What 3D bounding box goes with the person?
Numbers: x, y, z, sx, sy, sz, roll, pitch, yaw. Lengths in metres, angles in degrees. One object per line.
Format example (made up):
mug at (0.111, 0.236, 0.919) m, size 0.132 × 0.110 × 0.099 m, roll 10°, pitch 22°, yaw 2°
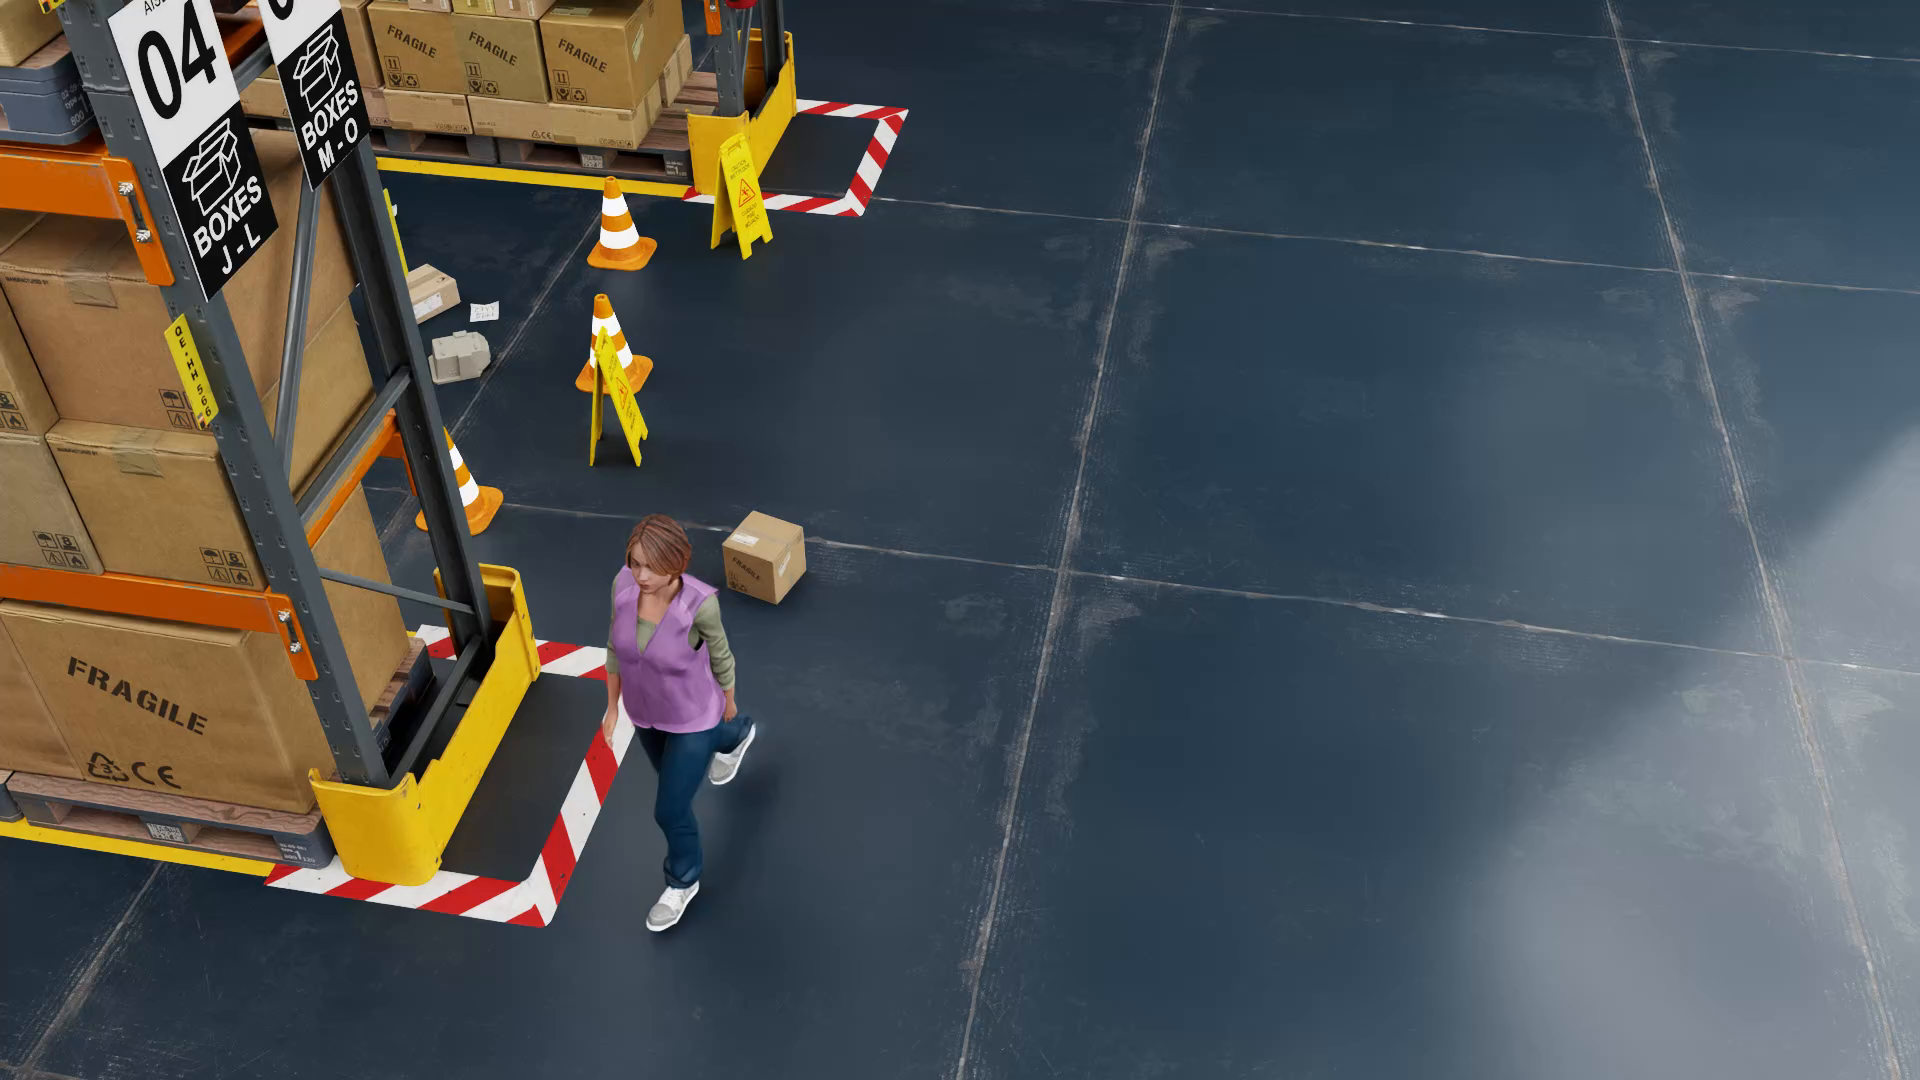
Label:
person at (-0.937, 0.517, 5.563) m, size 0.394 × 1.549 × 0.851 m, roll 19°, pitch 44°, yaw 20°
